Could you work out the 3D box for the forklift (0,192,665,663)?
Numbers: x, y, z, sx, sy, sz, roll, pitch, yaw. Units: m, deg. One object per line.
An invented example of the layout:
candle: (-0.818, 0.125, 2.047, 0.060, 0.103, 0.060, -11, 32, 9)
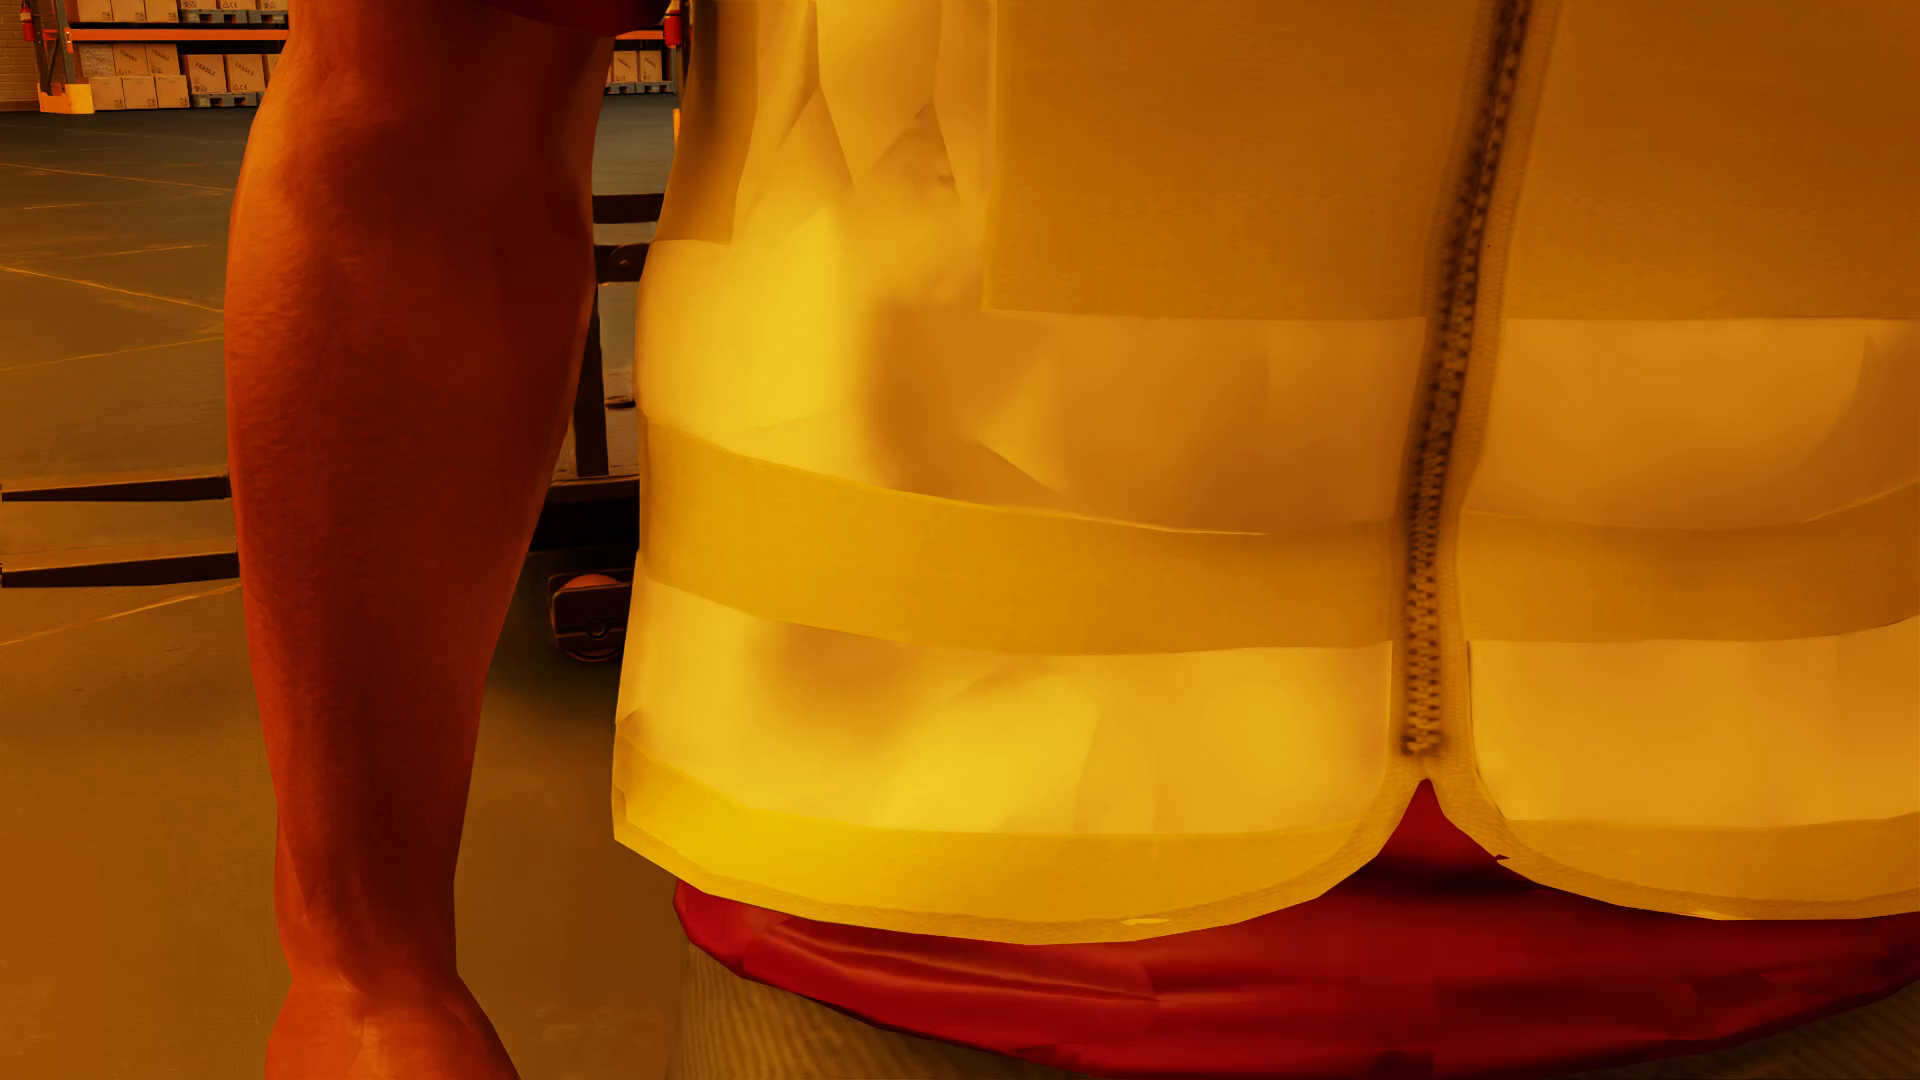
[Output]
forklift: (-0.589, -1.340, 3.310, 3.031, 2.935, 1.130, -5, 18, -17)
